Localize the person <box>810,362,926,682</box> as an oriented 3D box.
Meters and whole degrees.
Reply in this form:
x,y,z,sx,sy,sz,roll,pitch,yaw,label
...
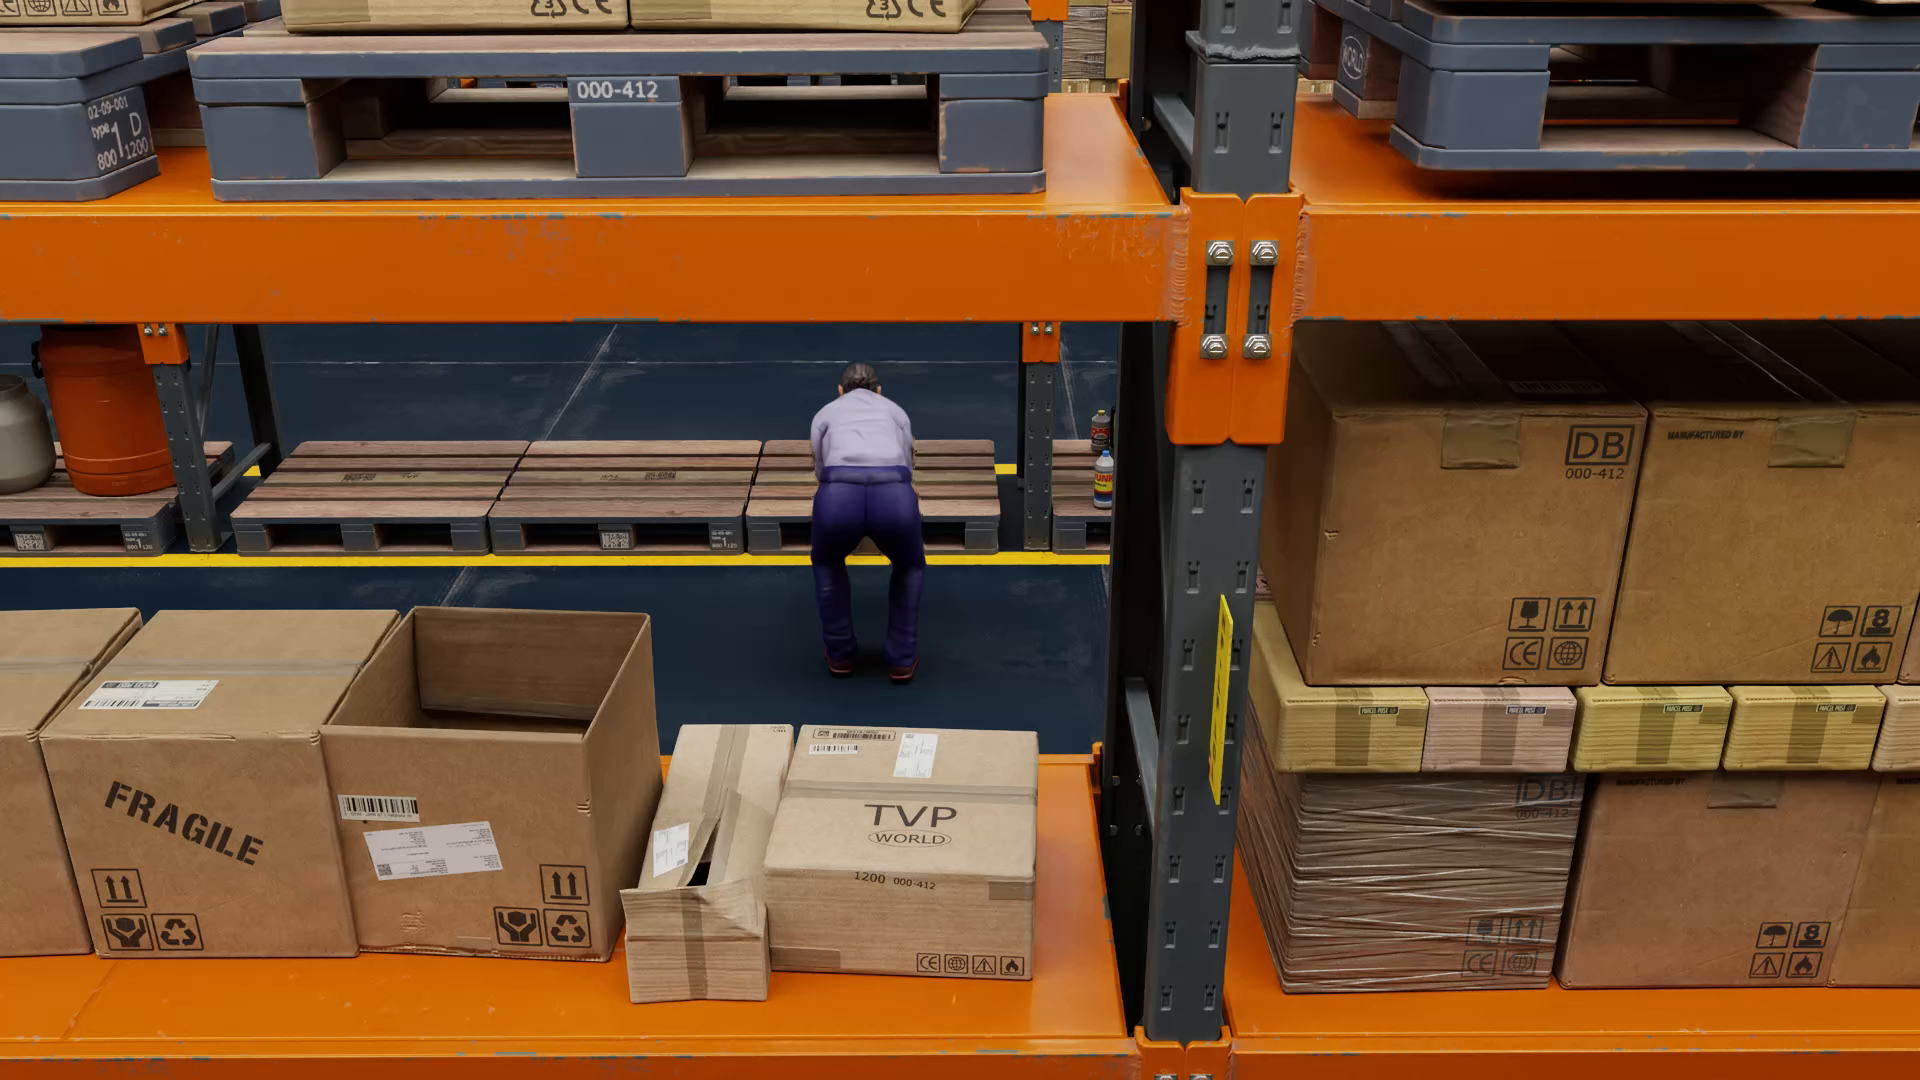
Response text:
x,y,z,sx,sy,sz,roll,pitch,yaw,label
-0.377,-0.069,6.876,0.465,1.158,0.816,-1,24,-3,person
